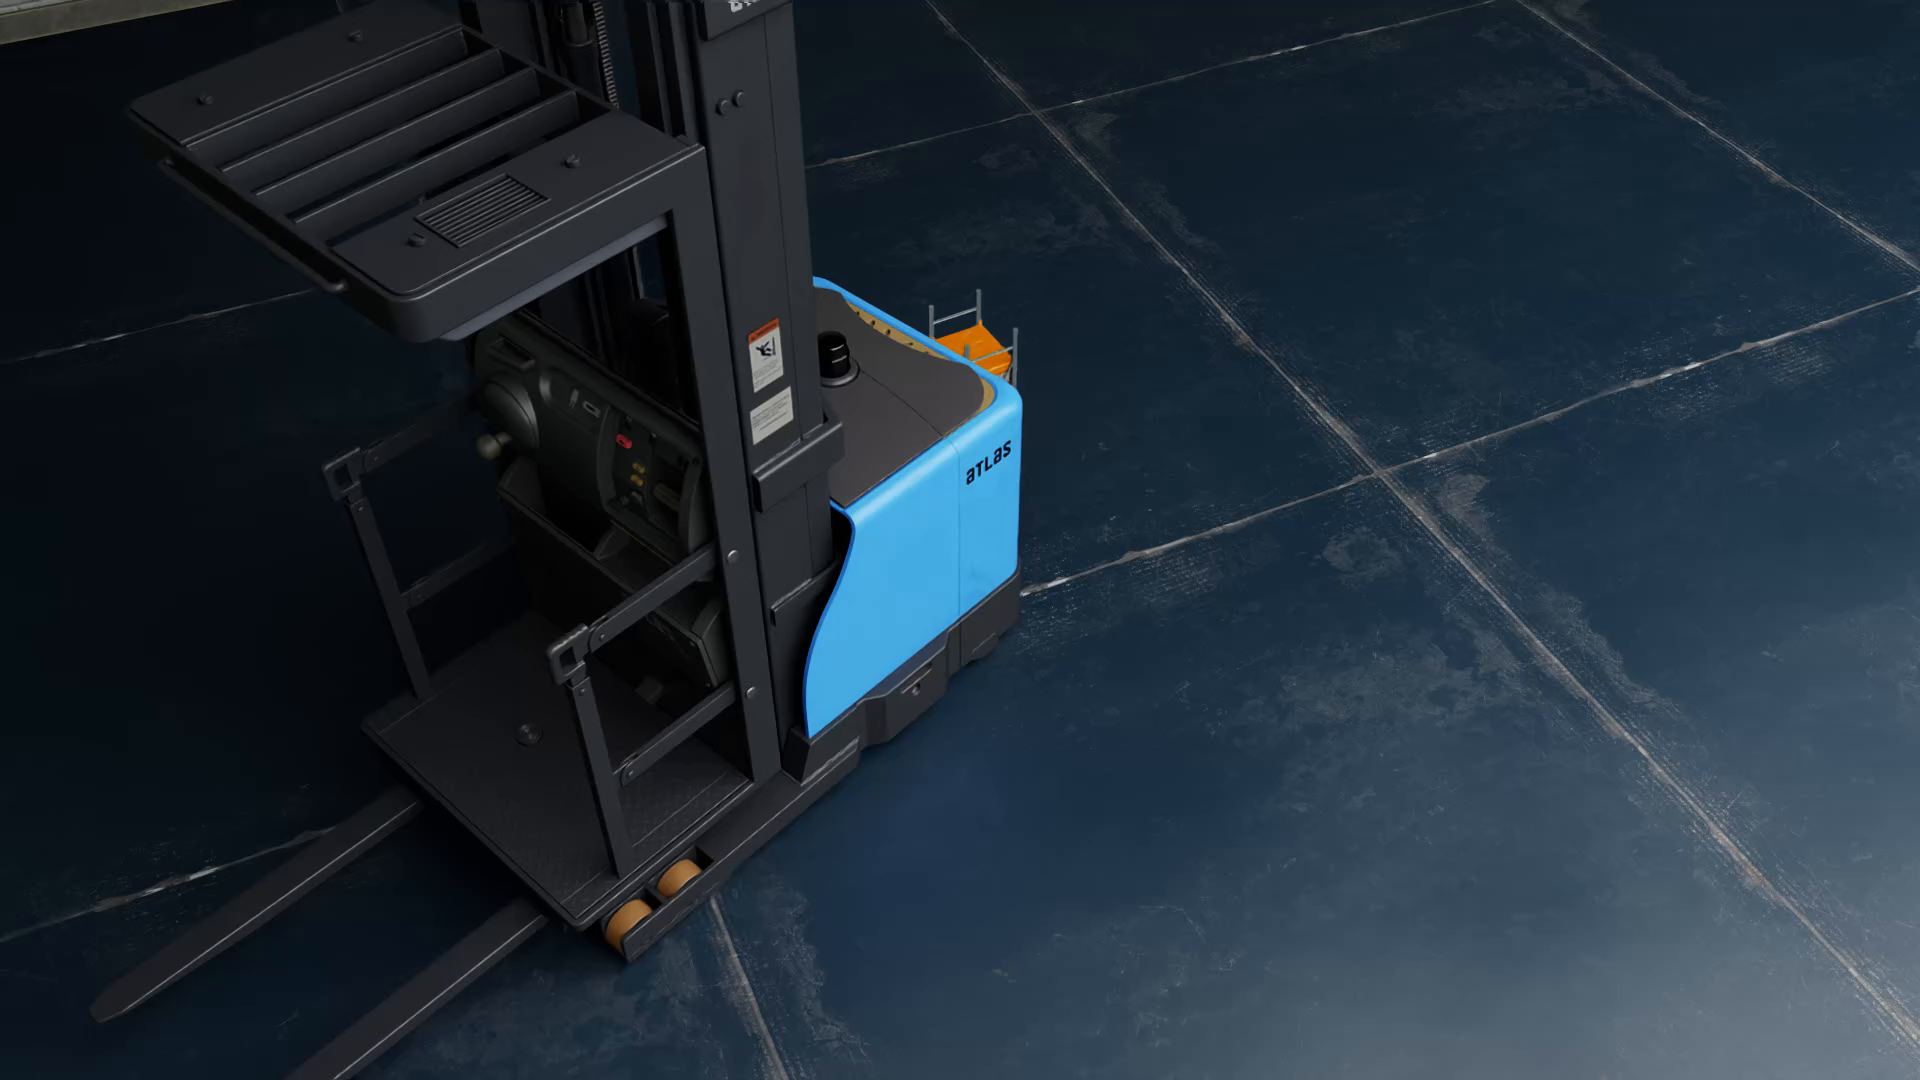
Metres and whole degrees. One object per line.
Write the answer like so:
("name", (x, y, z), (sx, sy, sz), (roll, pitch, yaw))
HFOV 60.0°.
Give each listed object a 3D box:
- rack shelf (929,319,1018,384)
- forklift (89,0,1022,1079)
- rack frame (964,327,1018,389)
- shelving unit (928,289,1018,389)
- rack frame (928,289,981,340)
("rack shelf", (0.041, -0.558, 5.679), (0.215, 0.259, 0.240), (-21, 49, -20))
("forklift", (-1.153, -0.208, 4.374), (1.130, 2.935, 3.031), (33, 53, 29))
("rack frame", (0.101, -0.288, 5.795), (0.200, 1.050, 0.008), (-21, 49, -20))
("shelving unit", (0.041, -0.363, 5.870), (0.215, 1.050, 0.252), (-21, 49, -20))
("rack frame", (-0.018, -0.438, 5.946), (0.200, 1.050, 0.008), (-21, 49, -20))
